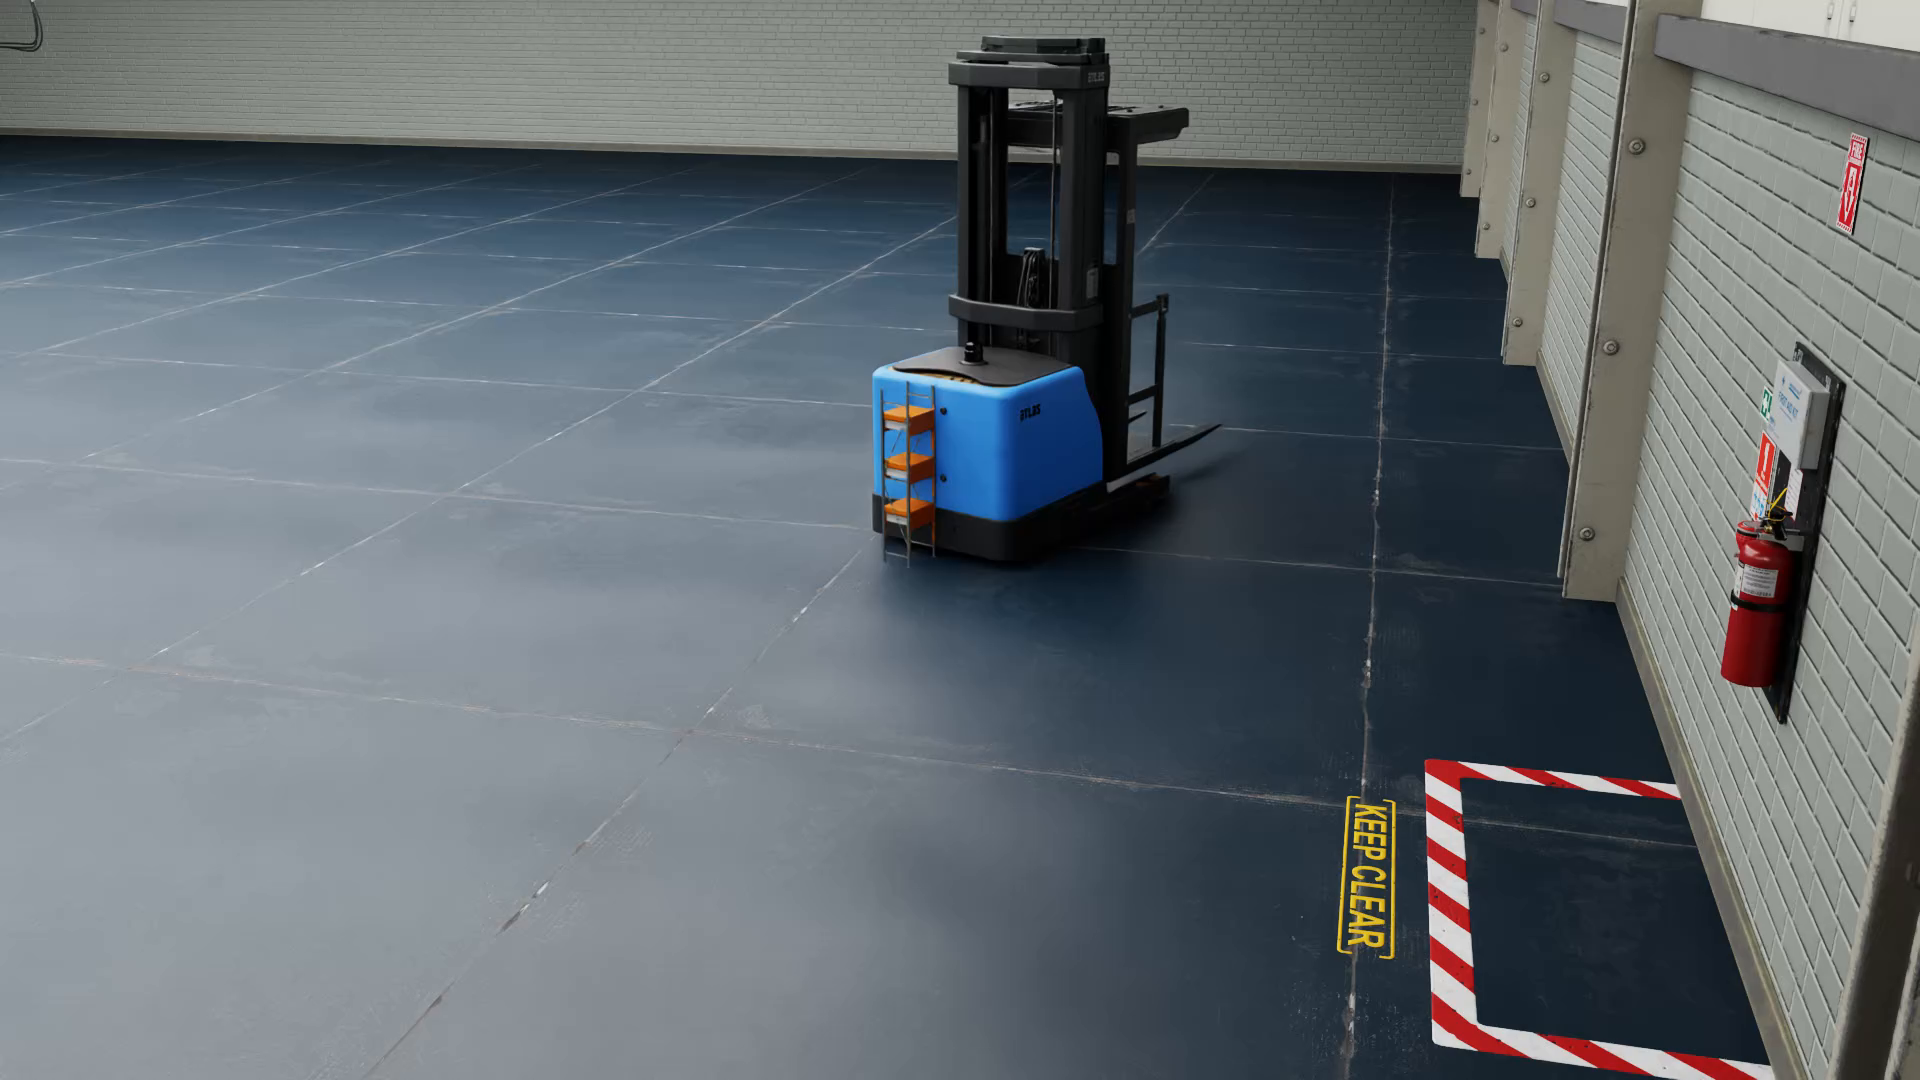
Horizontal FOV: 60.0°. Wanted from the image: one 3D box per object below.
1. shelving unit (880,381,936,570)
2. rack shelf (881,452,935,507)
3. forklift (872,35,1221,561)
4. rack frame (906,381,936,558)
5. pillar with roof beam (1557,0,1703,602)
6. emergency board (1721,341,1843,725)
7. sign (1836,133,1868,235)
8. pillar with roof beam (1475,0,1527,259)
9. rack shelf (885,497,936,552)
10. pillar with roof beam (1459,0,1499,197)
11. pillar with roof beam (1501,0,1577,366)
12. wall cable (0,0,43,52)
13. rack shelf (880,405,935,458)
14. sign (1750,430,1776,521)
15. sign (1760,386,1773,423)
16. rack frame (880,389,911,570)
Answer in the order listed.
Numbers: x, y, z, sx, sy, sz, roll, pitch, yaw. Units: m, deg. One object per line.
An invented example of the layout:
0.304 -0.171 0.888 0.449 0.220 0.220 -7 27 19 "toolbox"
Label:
-0.300 -0.375 9.660 0.215 1.050 0.252 13 23 33 "shelving unit"
-0.300 -0.365 9.664 0.215 0.259 0.240 13 23 33 "rack shelf"
0.729 -1.681 10.574 1.130 2.935 3.031 13 23 33 "forklift"
-0.229 -0.407 9.754 0.200 1.050 0.008 13 23 33 "rack frame"
-0.622 -4.327 8.935 9.100 9.000 0.400 5 19 13 "pillar with roof beam"
2.728 -0.039 5.662 0.194 1.169 0.643 5 19 13 "emergency board"
2.826 -1.131 5.272 0.001 0.298 0.199 5 19 13 "sign"
2.310 -8.089 19.947 9.100 9.000 0.400 5 19 13 "pillar with roof beam"
-0.300 -0.102 9.753 0.215 0.259 0.240 13 23 33 "rack shelf"
3.776 -9.969 25.453 9.100 9.000 0.400 5 19 13 "pillar with roof beam"
0.844 -6.208 14.441 9.100 9.000 0.400 5 19 13 "pillar with roof beam"
-20.592 -11.466 34.640 3.097 2.526 0.112 5 19 13 "wall cable"
-0.300 -0.633 9.572 0.215 0.259 0.240 13 23 33 "rack shelf"
2.963 -0.221 6.140 0.001 0.329 0.234 5 19 13 "sign"
2.953 -0.472 6.052 0.001 0.109 0.331 5 19 13 "sign"
-0.370 -0.343 9.566 0.200 1.050 0.008 13 23 33 "rack frame"
